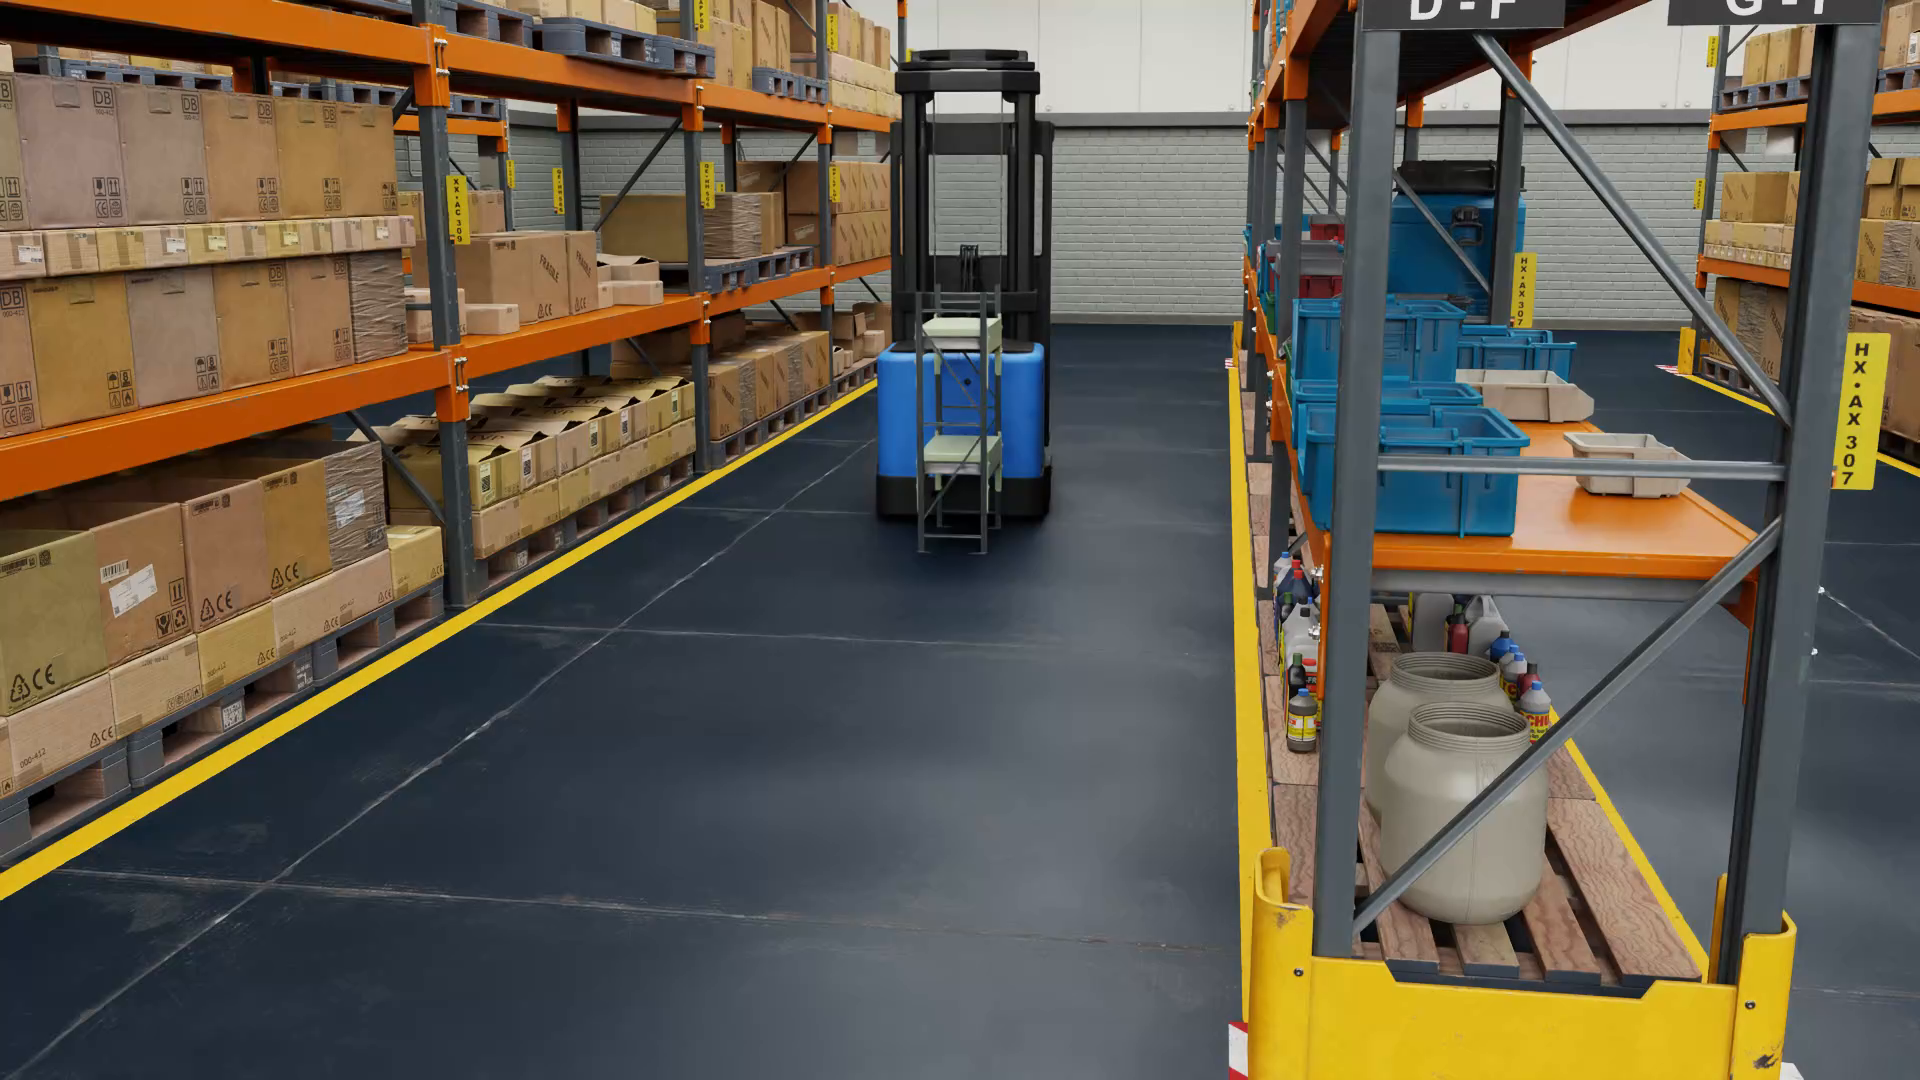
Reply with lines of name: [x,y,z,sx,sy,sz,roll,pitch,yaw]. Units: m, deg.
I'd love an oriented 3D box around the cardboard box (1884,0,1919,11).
cardboard box: [8.207,-4.819,14.861,0.500,0.250,0.500,1,12,5]

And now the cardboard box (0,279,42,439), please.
cardboard box: [-3.417,-0.566,5.262,0.700,0.500,0.500,2,12,10]

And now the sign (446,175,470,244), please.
sign: [-2.414,-1.588,7.998,0.100,0.325,0.005,2,12,9]

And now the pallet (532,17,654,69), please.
pallet: [-2.533,-2.973,9.998,1.003,0.211,1.213,2,12,11]

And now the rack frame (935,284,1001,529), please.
rack frame: [0.050,-0.807,10.170,0.400,1.500,0.023,1,12,7]

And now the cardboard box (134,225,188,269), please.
cardboard box: [-3.068,-1.072,6.068,0.380,0.149,0.250,2,12,9]

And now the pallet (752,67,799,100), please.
pallet: [-2.059,-3.834,13.989,1.213,0.211,1.003,2,12,9]

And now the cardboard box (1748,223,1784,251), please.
cardboard box: [8.101,-2.979,16.346,0.500,0.250,0.500,2,12,8]

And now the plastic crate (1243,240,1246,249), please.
plastic crate: [3.282,-3.276,18.557,0.250,0.136,0.298,2,12,9]

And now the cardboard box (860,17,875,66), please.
cardboard box: [-1.312,-5.329,17.871,0.700,0.500,0.500,2,12,9]

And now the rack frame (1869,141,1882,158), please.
rack frame: [8.055,-2.487,14.414,1.000,3.000,0.127,2,12,9]

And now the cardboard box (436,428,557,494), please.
cardboard box: [-2.571,-0.461,9.210,0.500,0.311,0.500,2,12,8]

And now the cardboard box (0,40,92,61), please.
cardboard box: [-7.226,-3.967,12.880,0.700,0.500,0.500,1,12,4]

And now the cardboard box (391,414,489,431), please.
cardboard box: [-3.031,-0.585,9.785,0.500,0.311,0.500,2,12,8]

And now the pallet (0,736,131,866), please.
pallet: [-3.502,0.892,5.355,1.003,0.211,1.213,2,12,9]

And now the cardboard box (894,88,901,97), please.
cardboard box: [-0.944,-5.164,18.883,0.500,0.250,0.500,2,12,9]

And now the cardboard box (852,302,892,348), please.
cardboard box: [-0.957,-2.513,19.425,0.500,0.500,0.500,2,12,9]

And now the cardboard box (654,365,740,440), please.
cardboard box: [-1.995,-1.055,12.657,0.500,0.500,0.500,2,12,11]

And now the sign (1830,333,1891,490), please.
sign: [1.859,-0.266,3.451,0.100,0.325,0.005,2,12,9]

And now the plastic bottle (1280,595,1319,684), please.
plastic bottle: [1.302,0.380,6.354,0.144,0.351,0.185,2,12,8]

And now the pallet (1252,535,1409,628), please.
pallet: [2.014,0.216,8.489,1.003,0.211,1.213,2,12,9]

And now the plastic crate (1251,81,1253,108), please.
plastic crate: [3.131,-4.437,16.624,0.437,0.282,0.530,2,12,9]

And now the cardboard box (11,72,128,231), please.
cardboard box: [-3.333,-1.316,5.665,0.700,0.500,0.500,2,12,9]

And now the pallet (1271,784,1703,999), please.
pallet: [1.411,1.027,4.726,1.003,0.211,1.213,2,12,9]

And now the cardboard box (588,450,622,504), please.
cardboard box: [-2.420,-0.401,10.263,0.500,0.250,0.500,2,12,10]

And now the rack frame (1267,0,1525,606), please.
rack frame: [1.931,-0.982,7.431,1.000,3.000,0.127,2,12,9]

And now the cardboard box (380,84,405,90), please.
cardboard box: [-6.168,-4.857,17.411,0.500,0.250,0.500,2,12,7]

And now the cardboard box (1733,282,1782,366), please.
cardboard box: [8.511,-2.161,16.948,0.875,0.875,0.875,2,12,9]

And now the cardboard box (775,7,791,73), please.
cardboard box: [-1.883,-4.476,15.050,0.600,0.600,0.600,1,12,3]

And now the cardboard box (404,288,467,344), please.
cardboard box: [-2.930,-1.174,8.678,0.500,0.250,0.500,3,12,12]

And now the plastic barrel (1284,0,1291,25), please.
plastic barrel: [1.795,-2.807,7.586,0.600,0.901,0.708,2,12,9]

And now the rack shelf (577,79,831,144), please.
rack shelf: [-2.040,-3.507,13.735,1.077,0.370,4.000,2,12,9]

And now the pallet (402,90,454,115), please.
pallet: [-6.302,-4.815,18.305,1.003,0.211,1.213,2,12,9]

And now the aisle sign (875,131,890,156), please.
aisle sign: [-0.804,-4.917,19.517,0.394,0.787,0.004,2,12,9]

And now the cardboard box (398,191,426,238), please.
cardboard box: [-6.308,-3.531,18.547,0.980,0.700,0.700,1,12,6]

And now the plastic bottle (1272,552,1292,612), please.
plastic bottle: [1.449,0.189,7.430,0.097,0.271,0.097,0,12,0]

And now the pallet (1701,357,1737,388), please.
pallet: [8.625,-1.788,17.787,1.003,0.211,1.213,2,12,9]

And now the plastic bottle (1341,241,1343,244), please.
plastic bottle: [3.003,-2.169,13.056,0.144,0.351,0.185,2,12,9]

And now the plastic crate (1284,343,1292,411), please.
plastic crate: [1.443,-0.605,6.185,0.450,0.188,0.662,2,12,9]

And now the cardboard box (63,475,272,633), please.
cardboard box: [-3.042,0.045,6.415,0.500,0.500,0.500,2,12,9]

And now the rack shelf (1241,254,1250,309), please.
rack shelf: [3.469,-2.712,17.166,1.077,0.370,4.000,2,12,9]

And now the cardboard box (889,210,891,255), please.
cardboard box: [-0.993,-3.480,18.785,0.500,0.500,0.500,2,12,9]

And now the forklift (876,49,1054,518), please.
forklift: [0.093,-1.834,11.545,1.130,2.935,3.031,1,12,4]

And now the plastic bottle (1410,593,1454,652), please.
plastic bottle: [1.937,0.318,6.819,0.152,0.276,0.135,2,12,9]

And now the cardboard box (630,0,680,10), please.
cardboard box: [-2.274,-4.071,12.032,0.500,0.500,0.500,2,12,9]

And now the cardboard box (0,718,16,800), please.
cardboard box: [-3.276,0.724,5.046,0.500,0.250,0.500,2,12,9]

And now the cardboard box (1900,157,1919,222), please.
cardboard box: [7.848,-2.751,13.018,0.797,0.503,0.637,2,12,9]

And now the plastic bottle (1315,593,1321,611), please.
plastic bottle: [1.494,0.325,6.797,0.097,0.271,0.097,0,12,0]

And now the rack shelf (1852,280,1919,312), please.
rack shelf: [7.748,-1.719,12.558,1.077,0.370,4.000,2,12,9]

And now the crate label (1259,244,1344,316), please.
crate label: [2.126,-1.634,10.372,0.502,0.435,0.616,2,12,9]

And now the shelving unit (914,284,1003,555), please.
shelving unit: [0.002,-0.730,9.815,0.431,1.500,0.755,1,12,7]

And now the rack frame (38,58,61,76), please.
rack frame: [-7.243,-2.136,12.784,1.000,3.000,0.127,2,12,9]

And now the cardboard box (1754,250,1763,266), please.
cardboard box: [8.016,-2.759,16.271,0.380,0.149,0.250,2,12,10]

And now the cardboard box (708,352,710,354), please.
cardboard box: [-2.356,-1.279,13.699,0.500,0.500,0.500,1,12,7]

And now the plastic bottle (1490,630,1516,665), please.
plastic bottle: [2.002,0.467,6.137,0.097,0.271,0.097,0,12,0]
